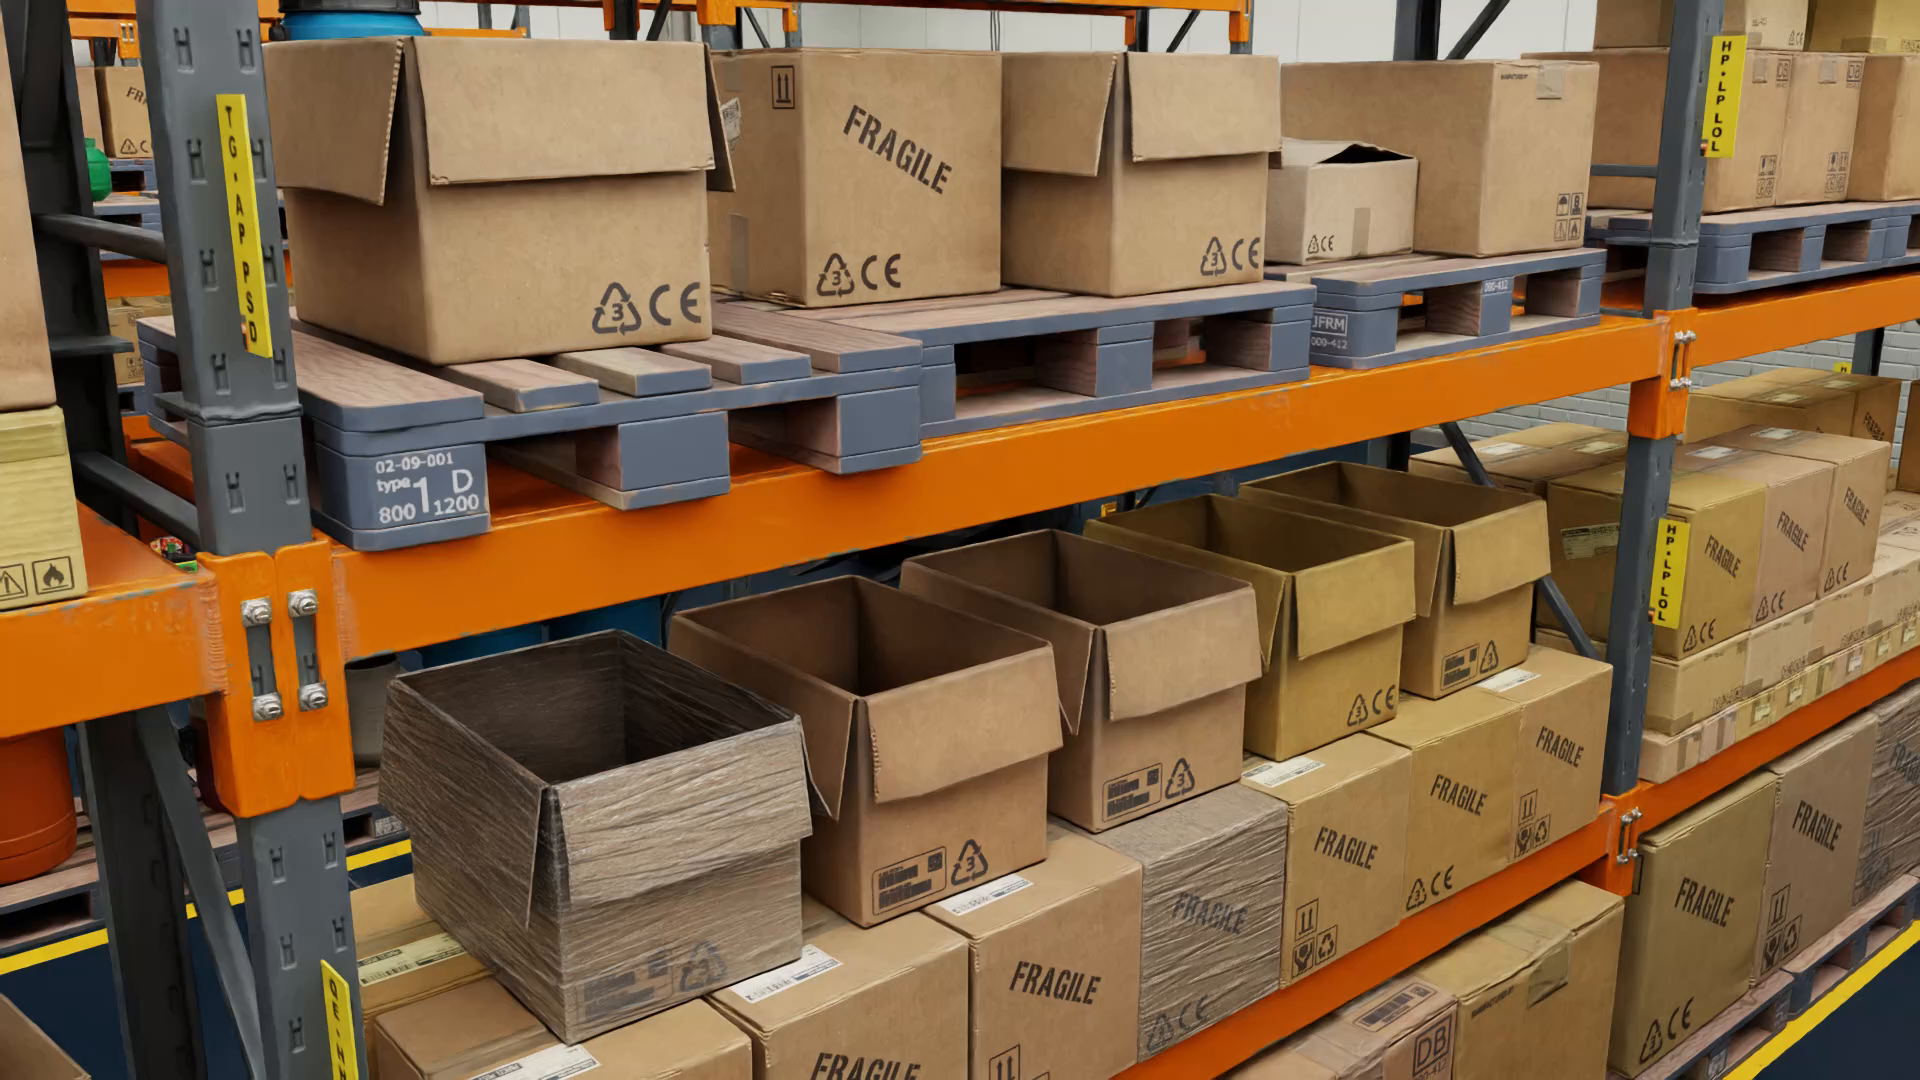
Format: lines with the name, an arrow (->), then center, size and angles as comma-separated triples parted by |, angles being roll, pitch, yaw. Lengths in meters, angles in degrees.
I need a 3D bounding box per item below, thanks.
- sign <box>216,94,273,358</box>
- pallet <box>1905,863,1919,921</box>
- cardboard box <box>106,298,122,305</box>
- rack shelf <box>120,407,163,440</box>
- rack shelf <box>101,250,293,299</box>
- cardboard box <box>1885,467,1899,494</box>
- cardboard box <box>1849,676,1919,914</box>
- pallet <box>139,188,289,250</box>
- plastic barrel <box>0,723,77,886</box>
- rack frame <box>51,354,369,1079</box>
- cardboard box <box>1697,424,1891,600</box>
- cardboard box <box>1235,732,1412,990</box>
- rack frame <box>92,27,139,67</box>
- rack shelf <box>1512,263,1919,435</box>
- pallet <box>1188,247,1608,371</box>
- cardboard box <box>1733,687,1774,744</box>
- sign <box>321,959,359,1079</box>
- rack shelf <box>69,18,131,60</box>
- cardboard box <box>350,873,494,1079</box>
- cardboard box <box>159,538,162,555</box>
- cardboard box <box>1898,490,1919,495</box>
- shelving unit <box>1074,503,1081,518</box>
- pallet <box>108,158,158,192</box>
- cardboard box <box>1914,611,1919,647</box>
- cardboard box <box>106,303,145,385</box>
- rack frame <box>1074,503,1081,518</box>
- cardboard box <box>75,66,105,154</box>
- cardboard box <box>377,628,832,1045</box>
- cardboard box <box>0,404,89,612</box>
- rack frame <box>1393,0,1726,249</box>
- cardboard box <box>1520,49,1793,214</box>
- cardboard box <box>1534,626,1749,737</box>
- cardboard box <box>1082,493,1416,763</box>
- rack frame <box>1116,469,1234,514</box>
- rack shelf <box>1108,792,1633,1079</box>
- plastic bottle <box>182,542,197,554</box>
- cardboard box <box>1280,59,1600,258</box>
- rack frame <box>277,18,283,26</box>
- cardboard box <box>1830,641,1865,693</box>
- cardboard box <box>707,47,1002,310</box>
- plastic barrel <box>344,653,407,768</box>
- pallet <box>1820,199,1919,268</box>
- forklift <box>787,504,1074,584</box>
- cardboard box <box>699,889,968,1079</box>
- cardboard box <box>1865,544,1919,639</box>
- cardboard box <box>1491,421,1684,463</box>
sign -> -0.911, -0.398, 2.114 | 0.005, 0.325, 0.100 | -13, 19, -39
pallet -> 4.218, 1.338, 7.834 | 1.213, 0.211, 1.003 | -13, 19, -39
cardboard box -> -8.185, -2.450, 15.801 | 0.500, 0.500, 0.500 | -13, 20, -40
rack shelf -> -6.257, -0.726, 11.548 | 4.000, 0.370, 1.077 | -13, 19, -39
rack shelf -> -3.008, -1.210, 7.548 | 4.000, 0.370, 1.077 | -13, 19, -39
cardboard box -> 4.230, -0.203, 7.911 | 0.500, 0.250, 0.500 | -13, 20, -41
cardboard box -> 3.653, 0.941, 7.217 | 0.875, 0.875, 0.875 | -13, 19, -39
pallet -> -2.880, -1.460, 7.458 | 1.213, 0.211, 1.003 | -13, 19, -39
plastic barrel -> -4.159, 0.990, 7.123 | 0.708, 0.830, 0.600 | -13, 19, -39
rack frame -> -1.265, 1.195, 2.964 | 0.127, 3.000, 1.000 | -13, 19, -39
cardboard box -> 3.047, -0.119, 6.143 | 0.500, 0.500, 0.500 | -13, 20, -41
cardboard box -> 0.811, 0.774, 4.347 | 0.500, 0.500, 0.500 | -13, 20, -40
rack frame -> -8.002, -5.274, 15.557 | 0.127, 3.000, 1.000 | -13, 19, -39
rack shelf -> 3.261, -0.923, 6.475 | 4.000, 0.370, 1.077 | -13, 19, -39
pallet -> 1.093, -0.675, 4.521 | 1.217, 0.209, 0.805 | -14, 20, -42
cardboard box -> 2.590, 0.564, 5.813 | 0.250, 0.149, 0.380 | -12, 19, -38
sign -> -0.902, 0.778, 2.436 | 0.005, 0.325, 0.100 | -13, 19, -39
rack shelf -> -9.511, -4.394, 14.433 | 4.000, 0.370, 1.077 | -13, 19, -39
cardboard box -> -1.056, 1.015, 3.445 | 0.500, 0.500, 0.500 | -12, 19, -38
cardboard box -> -5.689, -0.110, 11.842 | 0.500, 0.500, 0.500 | -12, 19, -39
cardboard box -> 4.578, -0.098, 7.518 | 0.500, 0.250, 0.500 | -13, 20, -40
shelving unit -> 0.857, -0.627, 13.852 | 0.210, 0.900, 0.258 | -14, 20, -42
pallet -> -6.066, -2.497, 11.338 | 1.003, 0.211, 1.213 | -13, 19, -39
cardboard box -> 3.752, 0.303, 6.791 | 0.250, 0.149, 0.380 | -13, 19, -39
cardboard box -> -6.040, -1.352, 11.491 | 0.700, 0.500, 0.500 | 10, 18, 33
rack frame -> 0.930, -0.645, 13.921 | 0.006, 0.900, 0.240 | -14, 20, -42
cardboard box -> -6.181, -2.863, 11.143 | 0.600, 0.600, 0.600 | -14, 20, -41
cardboard box -> -0.703, 0.541, 3.274 | 0.637, 0.503, 0.797 | -12, 19, -38
cardboard box -> -1.463, -0.054, 2.116 | 0.500, 0.250, 0.500 | -13, 19, -39
rack frame -> 1.752, -2.381, 4.727 | 0.127, 3.000, 1.000 | -13, 19, -39
cardboard box -> 2.303, -1.376, 5.574 | 0.500, 0.500, 0.700 | -14, 21, -43
cardboard box -> 2.279, 0.417, 5.589 | 0.500, 0.250, 0.500 | -13, 20, -40
cardboard box -> 0.750, 0.208, 4.521 | 0.637, 0.503, 0.797 | -12, 19, -39
rack frame -> 1.518, -1.125, 11.648 | 0.127, 3.000, 1.000 | -13, 19, -39
rack shelf -> 0.243, 1.204, 4.326 | 4.000, 0.370, 1.077 | -13, 19, -39
plastic bottle -> -3.629, -0.058, 7.882 | 0.133, 0.283, 0.061 | -13, 19, -39
cardboard box -> 1.321, -1.083, 4.672 | 0.500, 0.500, 0.700 | -12, 19, -38
rack frame -> -4.748, -4.310, 11.949 | 0.127, 3.000, 1.000 | -13, 19, -39
cardboard box -> 3.171, 0.434, 6.301 | 0.250, 0.149, 0.380 | -12, 19, -39
cardboard box -> -0.259, -0.786, 3.561 | 0.500, 0.500, 0.500 | -11, 19, -36
plastic barrel -> -2.939, 0.839, 8.303 | 0.421, 0.512, 0.421 | 0, 15, 0
pallet -> 3.296, -1.231, 6.406 | 1.213, 0.211, 1.003 | -13, 19, -39
forklift -> -0.198, -1.267, 12.314 | 1.130, 2.935, 3.031 | 8, 17, 27
cardboard box -> -0.332, 1.029, 3.390 | 0.500, 0.500, 0.500 | -13, 20, -41
cardboard box -> 3.421, 0.163, 6.541 | 0.500, 0.250, 0.500 | -13, 19, -39
cardboard box -> 2.304, -0.130, 6.186 | 0.500, 0.500, 0.500 | -12, 19, -39
